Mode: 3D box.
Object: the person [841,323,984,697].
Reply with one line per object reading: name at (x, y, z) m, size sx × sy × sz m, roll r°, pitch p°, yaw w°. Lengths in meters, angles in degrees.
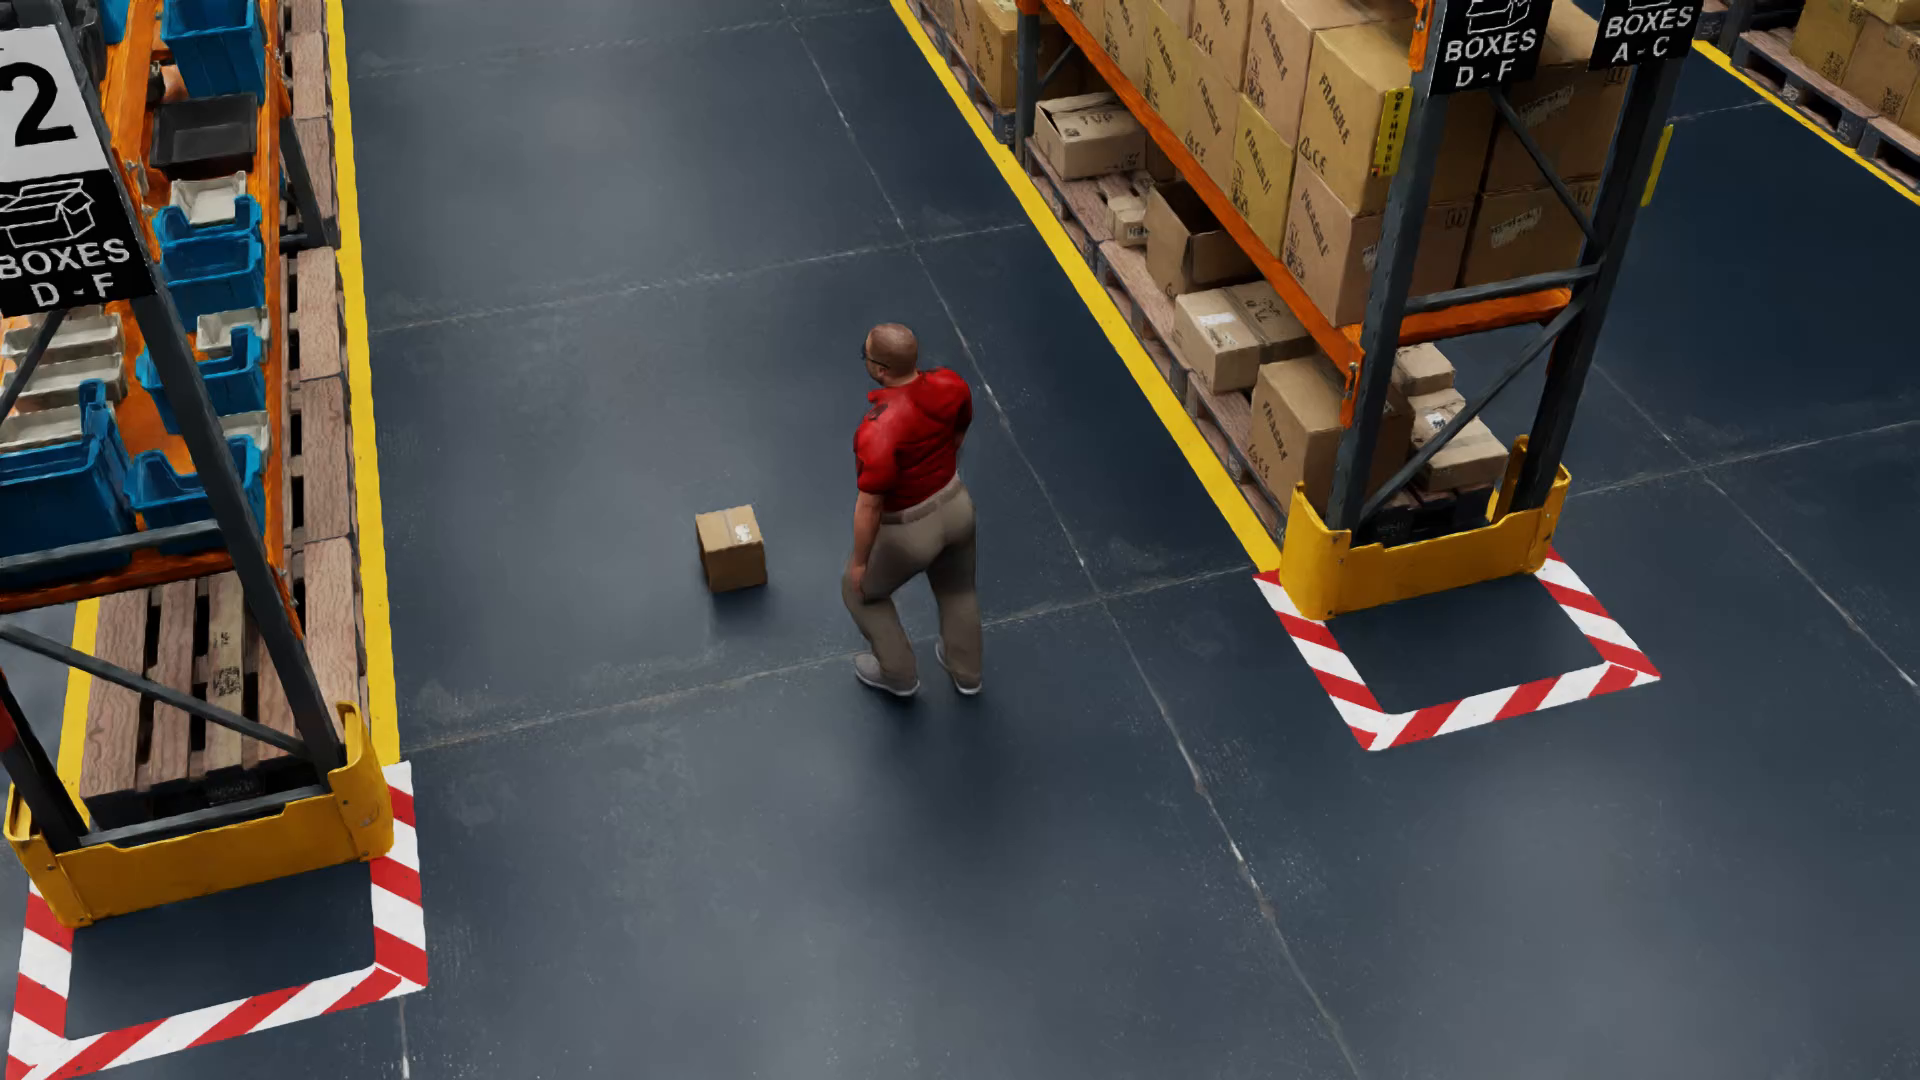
person at (-0.187, -0.065, 6.244) m, size 0.667 × 1.706 × 0.483 m, roll -32°, pitch 51°, yaw -31°
